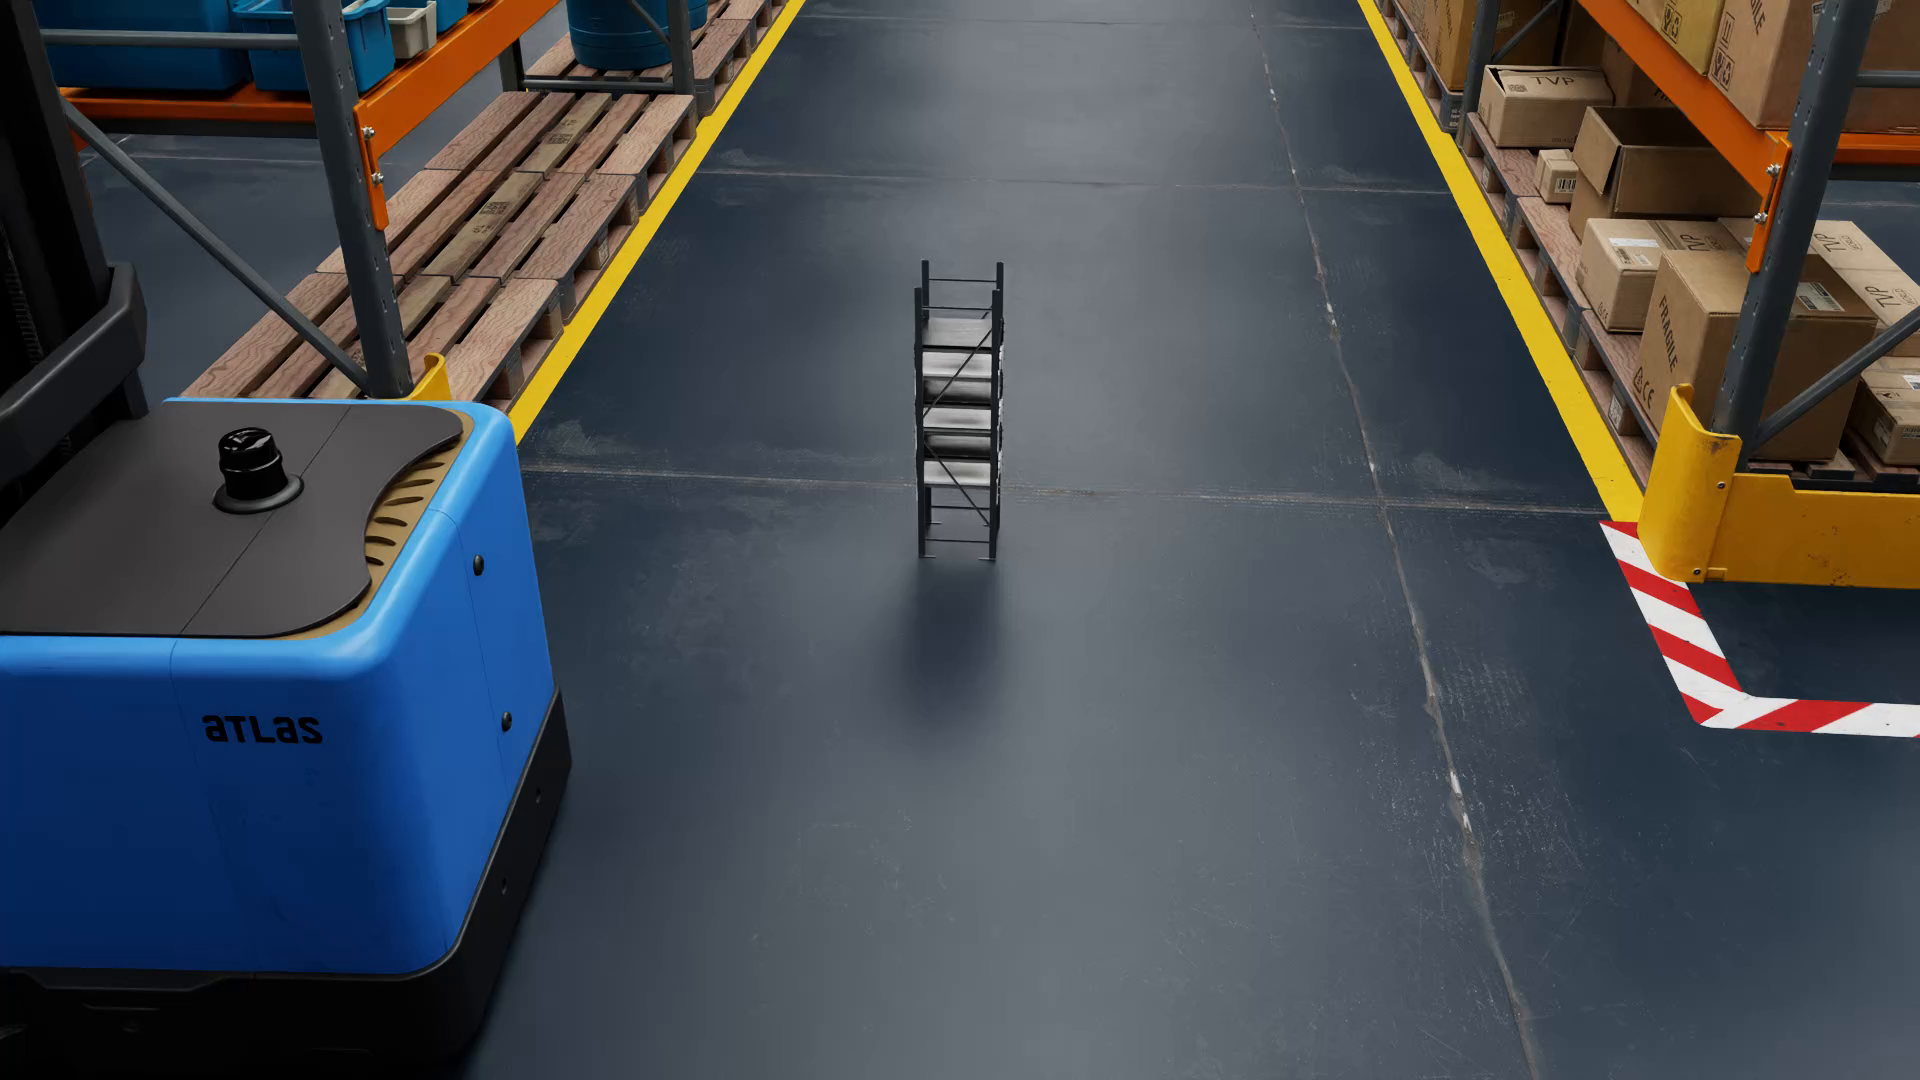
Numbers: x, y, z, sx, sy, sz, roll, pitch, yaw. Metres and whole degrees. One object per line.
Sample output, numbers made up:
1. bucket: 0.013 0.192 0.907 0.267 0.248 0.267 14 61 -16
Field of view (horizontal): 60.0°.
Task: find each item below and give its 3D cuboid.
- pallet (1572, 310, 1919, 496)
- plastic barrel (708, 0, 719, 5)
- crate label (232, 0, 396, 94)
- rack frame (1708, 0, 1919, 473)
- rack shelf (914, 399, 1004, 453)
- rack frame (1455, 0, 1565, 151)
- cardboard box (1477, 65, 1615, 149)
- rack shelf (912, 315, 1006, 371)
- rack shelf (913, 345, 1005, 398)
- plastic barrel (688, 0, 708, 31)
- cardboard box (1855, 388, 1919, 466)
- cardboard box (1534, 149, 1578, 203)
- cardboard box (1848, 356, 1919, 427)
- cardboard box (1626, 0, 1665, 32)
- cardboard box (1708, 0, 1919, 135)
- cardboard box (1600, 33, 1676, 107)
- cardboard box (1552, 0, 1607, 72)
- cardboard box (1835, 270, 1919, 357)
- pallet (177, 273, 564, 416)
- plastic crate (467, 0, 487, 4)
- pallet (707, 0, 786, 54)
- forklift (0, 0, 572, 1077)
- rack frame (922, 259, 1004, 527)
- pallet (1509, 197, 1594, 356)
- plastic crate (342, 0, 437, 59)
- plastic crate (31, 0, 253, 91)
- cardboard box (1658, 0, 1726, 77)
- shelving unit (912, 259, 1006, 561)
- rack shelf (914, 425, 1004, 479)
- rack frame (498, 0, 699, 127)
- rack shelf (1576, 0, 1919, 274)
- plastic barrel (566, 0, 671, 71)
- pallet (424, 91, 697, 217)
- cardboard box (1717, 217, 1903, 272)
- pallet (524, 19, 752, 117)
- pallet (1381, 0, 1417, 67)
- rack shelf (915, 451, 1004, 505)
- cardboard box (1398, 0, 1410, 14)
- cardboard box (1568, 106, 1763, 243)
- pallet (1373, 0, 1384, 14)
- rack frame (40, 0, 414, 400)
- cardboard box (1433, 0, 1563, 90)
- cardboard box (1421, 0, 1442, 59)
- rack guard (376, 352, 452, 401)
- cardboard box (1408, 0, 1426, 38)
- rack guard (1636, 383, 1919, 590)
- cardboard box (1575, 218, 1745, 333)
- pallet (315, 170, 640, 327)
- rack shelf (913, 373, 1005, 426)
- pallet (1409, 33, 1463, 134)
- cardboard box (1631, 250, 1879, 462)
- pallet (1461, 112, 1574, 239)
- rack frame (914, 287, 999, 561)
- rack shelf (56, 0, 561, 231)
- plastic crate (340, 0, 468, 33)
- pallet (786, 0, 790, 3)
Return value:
1. pallet: 2.788 -0.446 5.774 1.003 0.211 1.213 2 32 4
2. plastic barrel: -1.639 -3.547 10.118 0.421 0.512 0.421 0 32 0
3. crate label: -1.871 -1.460 4.862 0.416 0.233 0.303 2 32 4
4. rack frame: 2.718 -1.177 4.301 1.000 3.000 0.127 2 32 4
5. rack shelf: -0.001 -0.350 5.025 0.258 0.077 0.200 2 32 4
6. rack frame: 3.043 -3.269 7.695 1.000 3.000 0.127 2 32 4
7. cardboard box: 2.794 -2.101 7.944 0.500 0.311 0.500 2 32 4
8. rack shelf: -0.001 -0.580 4.883 0.258 0.077 0.200 2 32 4
9. rack shelf: -0.001 -0.504 4.930 0.258 0.077 0.200 2 32 4
10. plastic barrel: -1.774 -3.422 9.543 0.600 0.901 0.708 2 32 4
11. cardboard box: 3.094 -0.355 5.265 0.380 0.149 0.250 2 32 4
12. cardboard box: 2.733 -1.587 7.247 0.380 0.166 0.250 2 32 4
13. cardboard box: 3.115 -0.493 5.472 0.380 0.166 0.250 2 32 4
14. cardboard box: 2.568 -1.998 5.537 0.500 0.500 0.500 3 32 4
15. cardboard box: 2.483 -1.465 4.674 0.500 0.500 0.500 3 32 5
16. cardboard box: 3.280 -2.082 7.732 0.500 0.500 0.500 2 32 4
17. cardboard box: 3.326 -2.634 8.629 0.500 0.500 0.500 1 32 2
18. cardboard box: 3.085 -0.727 5.773 0.500 0.250 0.500 2 32 4
19. pallet: -2.113 -0.633 6.076 1.003 0.211 1.213 2 32 4
20. plastic crate: -1.707 -1.938 5.730 0.250 0.136 0.298 2 32 4
21. pallet: -1.692 -3.336 10.463 1.003 0.211 1.213 2 32 4
22. forklift: -2.505 -0.417 3.134 3.031 2.935 1.130 1 32 1
23. rack frame: 0.008 -0.432 5.093 0.240 0.900 0.006 2 32 4
24. pallet: 2.890 -1.083 6.806 1.003 0.211 1.213 2 32 4
25. plastic crate: -1.762 -1.583 5.154 0.250 0.136 0.298 2 32 4
26. plastic crate: -2.378 -1.614 4.919 0.616 0.435 0.499 2 32 4
27. cardboard box: 2.522 -1.737 5.114 0.500 0.500 0.500 3 32 4
28. shelving unit: -0.001 -0.379 5.007 0.258 0.900 0.210 2 32 4
29. rack shelf: -0.001 -0.274 5.072 0.258 0.077 0.200 2 32 4
30. rack frame: -1.893 -3.482 8.041 1.000 3.000 0.127 2 32 4
31. rack shelf: 2.881 -1.917 6.187 1.077 0.370 4.000 2 32 4
32. plastic barrel: -1.832 -3.051 8.942 0.600 0.901 0.708 2 32 4
33. pallet: -1.914 -1.909 8.146 1.003 0.211 1.213 2 32 4
34. cardboard box: 3.126 -0.989 6.197 0.500 0.250 0.500 2 32 4
35. pallet: -1.789 -2.697 9.425 1.003 0.211 1.213 2 32 4
36. pallet: 3.169 -3.148 10.157 1.003 0.211 1.213 2 32 4
37. rack shelf: -0.001 -0.197 5.119 0.258 0.077 0.200 2 32 4
38. cardboard box: 2.927 -3.448 9.950 0.500 0.500 0.500 1 32 2
39. cardboard box: 2.896 -1.411 6.640 0.797 0.503 0.637 2 32 4
40. pallet: 3.271 -3.784 11.190 1.003 0.211 1.213 2 32 4
41. rack frame: -2.219 -1.391 4.647 1.000 3.000 0.127 2 32 4
42. cardboard box: 2.798 -2.662 8.674 0.500 0.500 0.500 2 32 4
43. cardboard box: 2.847 -2.920 9.093 0.500 0.500 0.500 3 32 4
44. rack guard: -2.208 -0.313 5.282 1.175 0.500 0.348 2 32 4
45. cardboard box: 2.888 -3.182 9.518 0.500 0.500 0.500 3 32 5
46. rack guard: 2.724 -0.153 5.021 1.175 0.500 0.348 2 32 4
47. cardboard box: 2.624 -0.984 6.189 0.500 0.250 0.500 2 32 4
48. pallet: -2.011 -1.269 7.108 1.003 0.211 1.213 2 32 4
49. rack shelf: -0.001 -0.427 4.977 0.258 0.077 0.200 2 32 4
50. pallet: 3.072 -2.508 9.119 1.003 0.211 1.213 2 32 4
51. cardboard box: 2.516 -0.595 5.320 0.500 0.500 0.500 2 32 4
52. pallet: 2.987 -1.722 7.844 1.003 0.211 1.213 2 32 4
53. rack frame: -0.009 -0.326 4.921 0.240 0.900 0.006 2 32 4
54. rack shelf: -2.056 -2.130 6.533 1.077 0.370 4.000 2 32 4
55. plastic crate: -1.817 -1.804 5.421 0.416 0.233 0.300 2 32 4
56. pallet: -1.590 -3.973 11.495 1.003 0.211 1.213 2 32 4
